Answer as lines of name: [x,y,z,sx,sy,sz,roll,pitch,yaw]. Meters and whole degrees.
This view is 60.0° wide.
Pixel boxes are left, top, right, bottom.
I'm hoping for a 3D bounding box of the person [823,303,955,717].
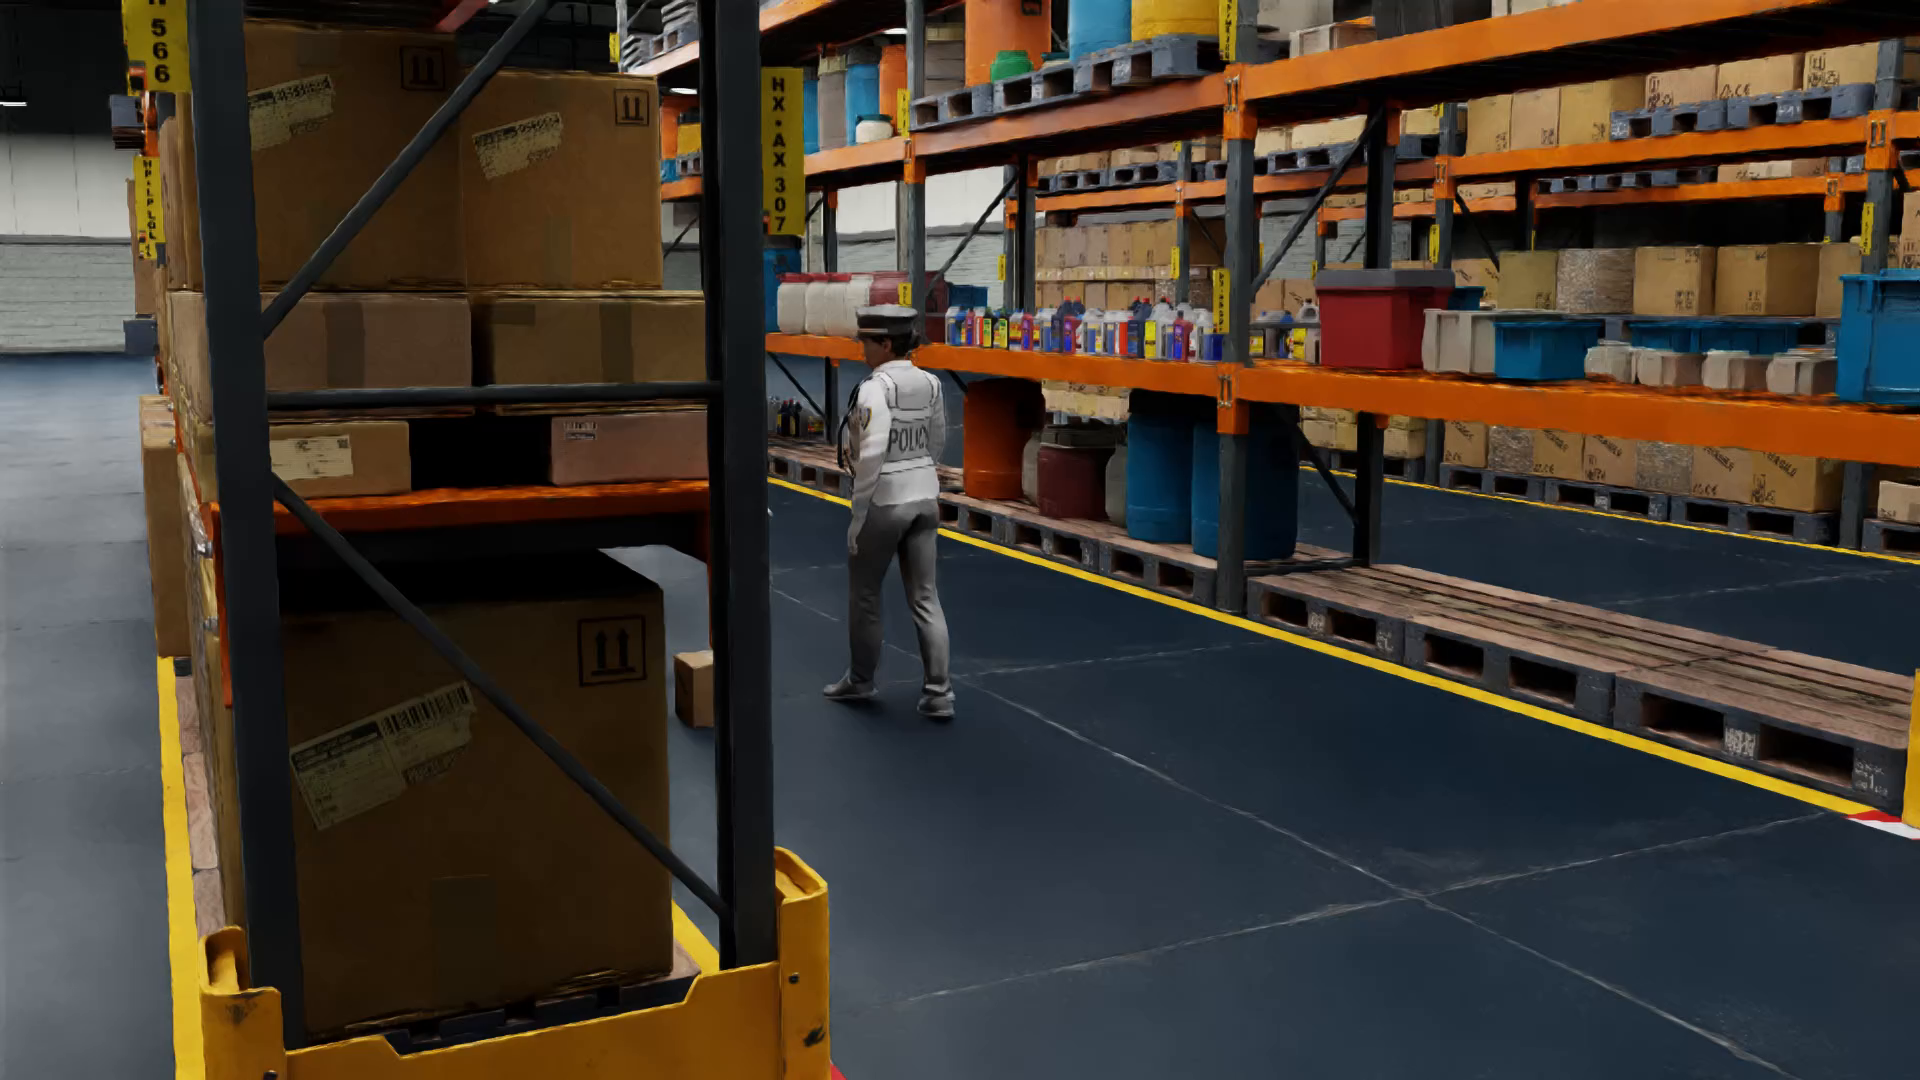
person: [-0.306,-0.113,6.697,0.604,1.662,0.748,-8,12,-44]
